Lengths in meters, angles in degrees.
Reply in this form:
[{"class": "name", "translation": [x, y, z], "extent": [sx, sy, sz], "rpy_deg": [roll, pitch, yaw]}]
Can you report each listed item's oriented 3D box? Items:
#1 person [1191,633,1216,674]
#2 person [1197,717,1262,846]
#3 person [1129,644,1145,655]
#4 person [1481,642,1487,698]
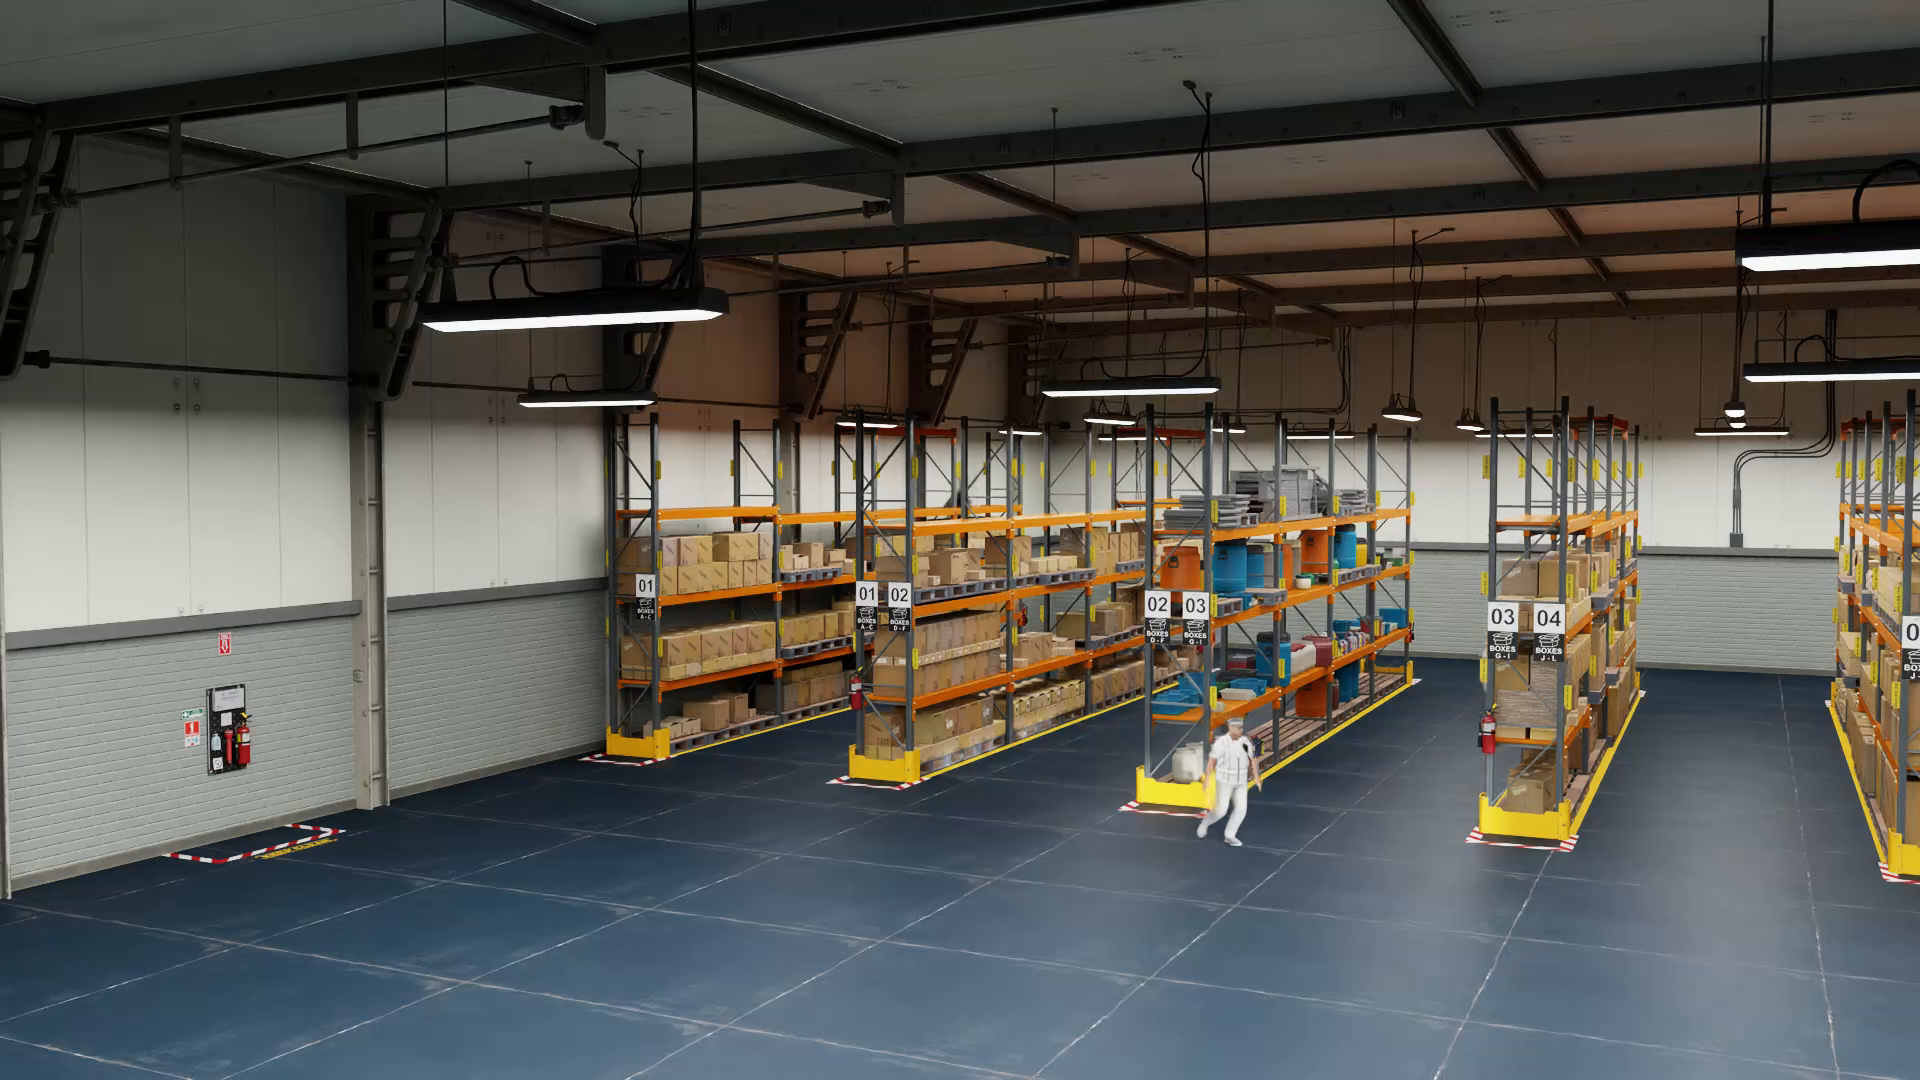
[{"class": "person", "translation": [5.442, 2.597, 37.213], "extent": [0.674, 1.689, 0.804], "rpy_deg": [2, 3, 39]}, {"class": "person", "translation": [3.574, 3.200, 22.205], "extent": [0.710, 1.733, 0.684], "rpy_deg": [-1, 3, -20]}, {"class": "person", "translation": [4.930, 2.368, 43.788], "extent": [0.678, 1.600, 1.101], "rpy_deg": [-2, 3, -38]}, {"class": "person", "translation": [11.050, 2.819, 34.266], "extent": [0.611, 1.523, 1.031], "rpy_deg": [2, 3, 32]}]
